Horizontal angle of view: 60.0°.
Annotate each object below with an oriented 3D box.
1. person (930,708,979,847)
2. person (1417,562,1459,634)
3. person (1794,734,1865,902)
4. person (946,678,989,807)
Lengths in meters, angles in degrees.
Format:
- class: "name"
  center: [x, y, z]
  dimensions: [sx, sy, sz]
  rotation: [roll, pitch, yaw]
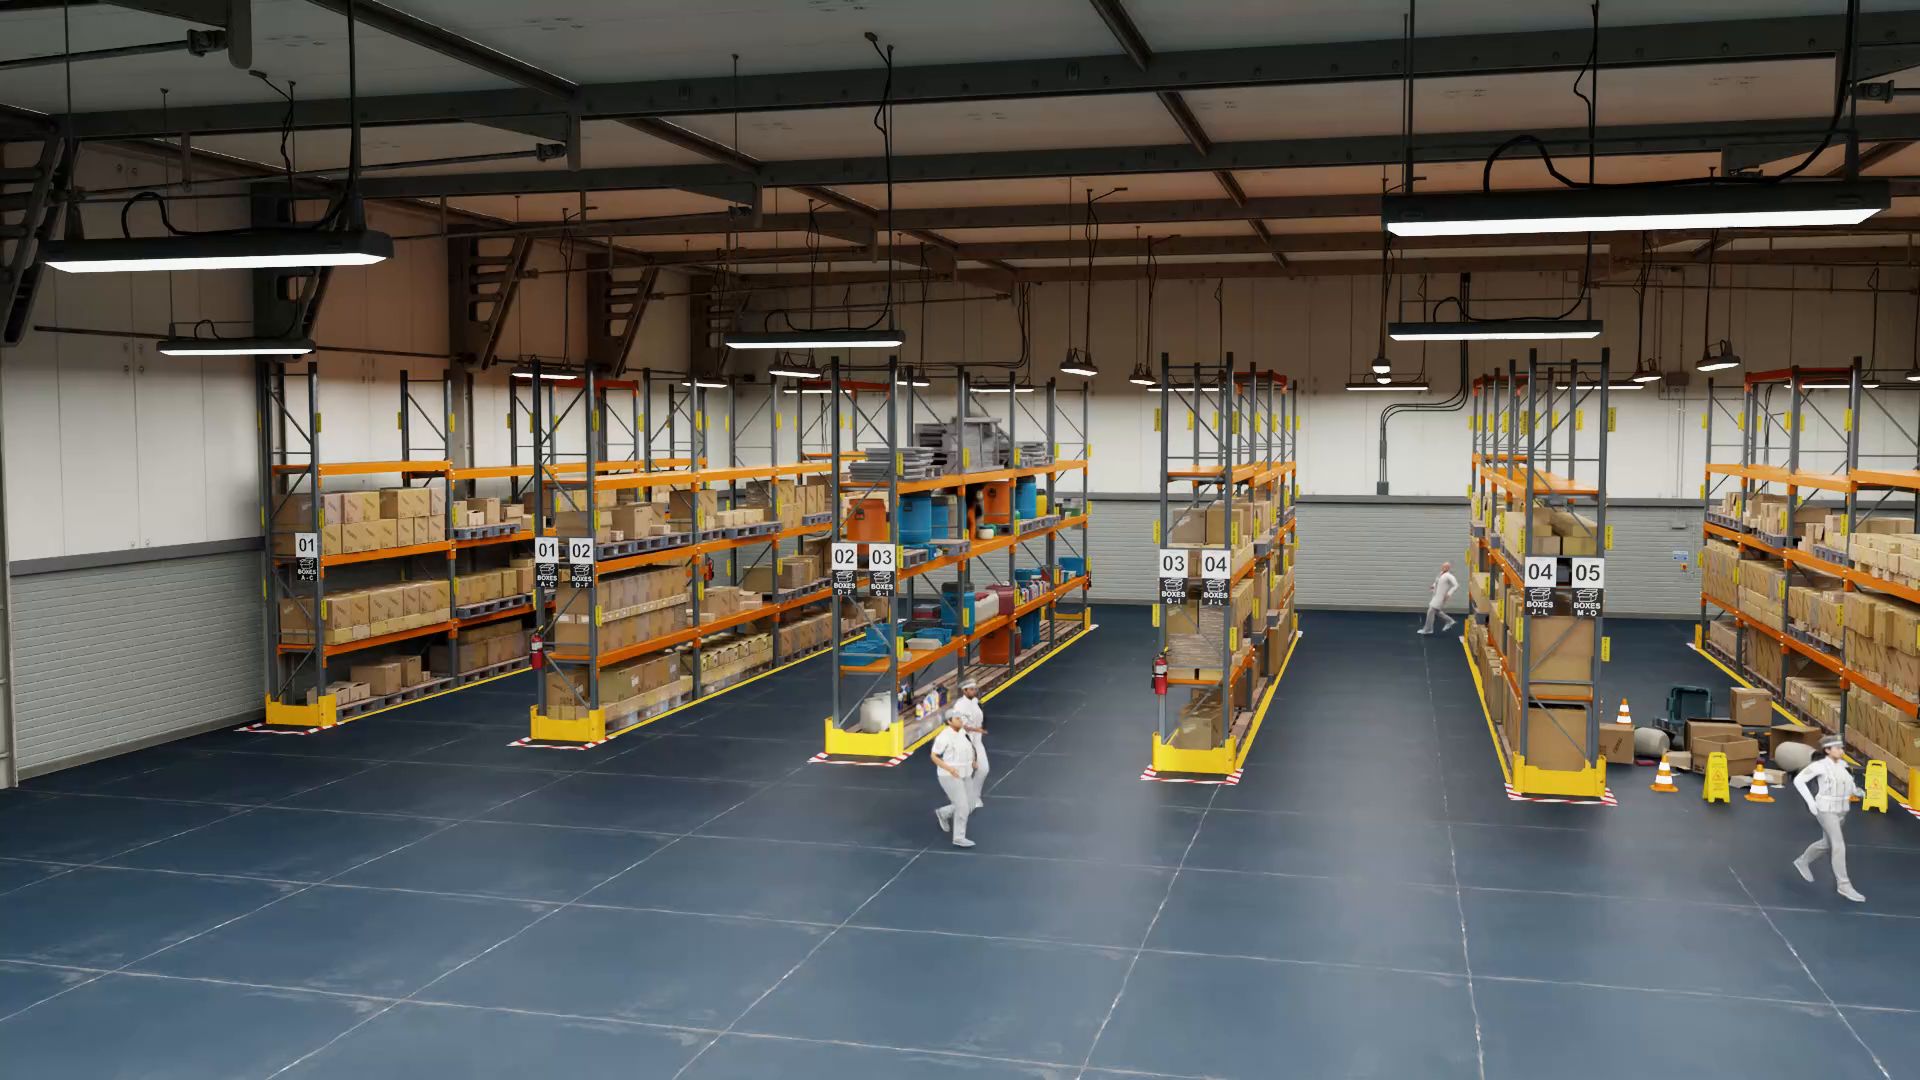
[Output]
- class: "person"
  center: [-0.078, 2.802, 19.768]
  dimensions: [0.645, 1.619, 0.611]
  rotation: [3, 5, 38]
- class: "person"
  center: [11.309, 1.375, 39.205]
  dimensions: [0.942, 1.722, 0.773]
  rotation: [0, 4, -3]
- class: "person"
  center: [9.238, 2.888, 17.638]
  dimensions: [0.614, 1.689, 0.919]
  rotation: [-2, 4, -25]
- class: "person"
  center: [0.131, 2.655, 21.674]
  dimensions: [0.598, 1.756, 0.718]
  rotation: [-4, 6, -45]
